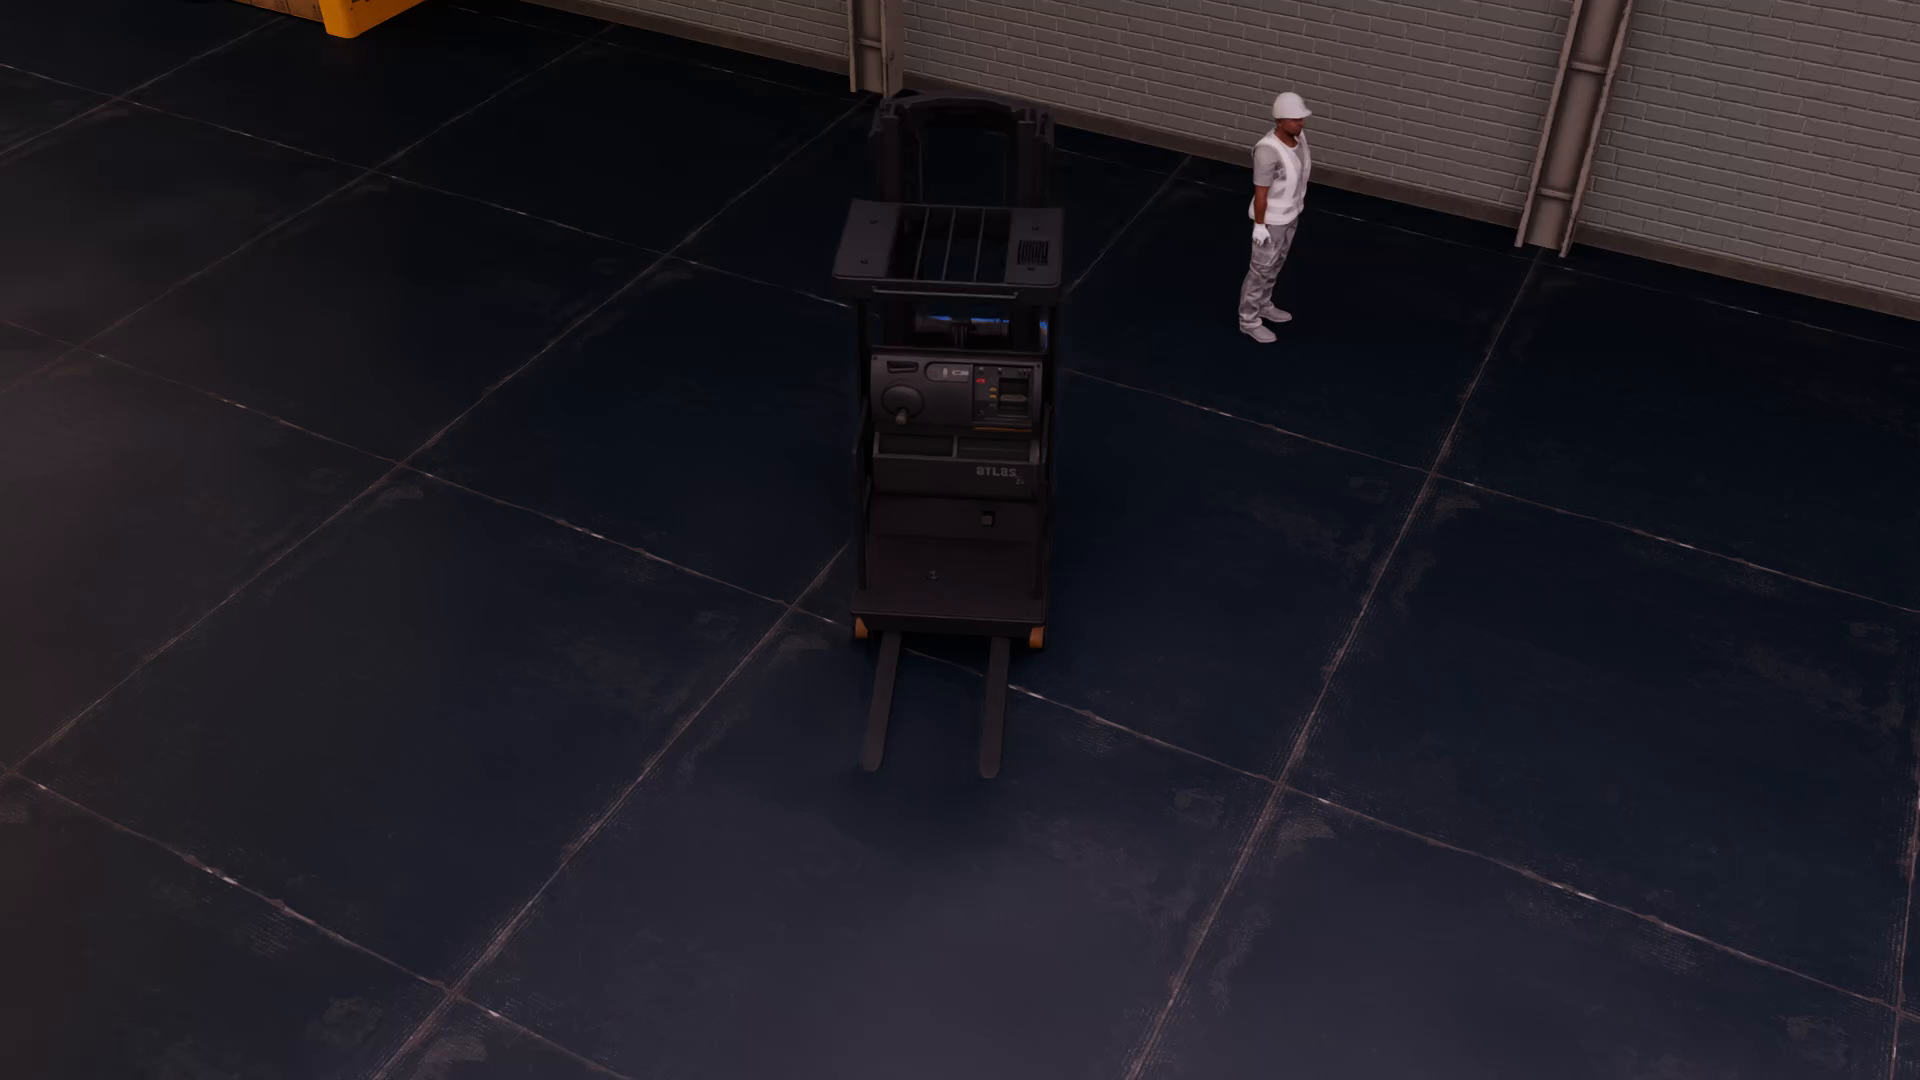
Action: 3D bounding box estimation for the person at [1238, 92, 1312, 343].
[{"bbox_3d":[2.209,-2.257,11.555,0.369,1.789,0.566,22,45,24],"label":"person"}]

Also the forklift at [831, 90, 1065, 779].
[{"bbox_3d":[-0.036,-0.725,8.847,1.130,2.935,3.031,3,40,4],"label":"forklift"}]
